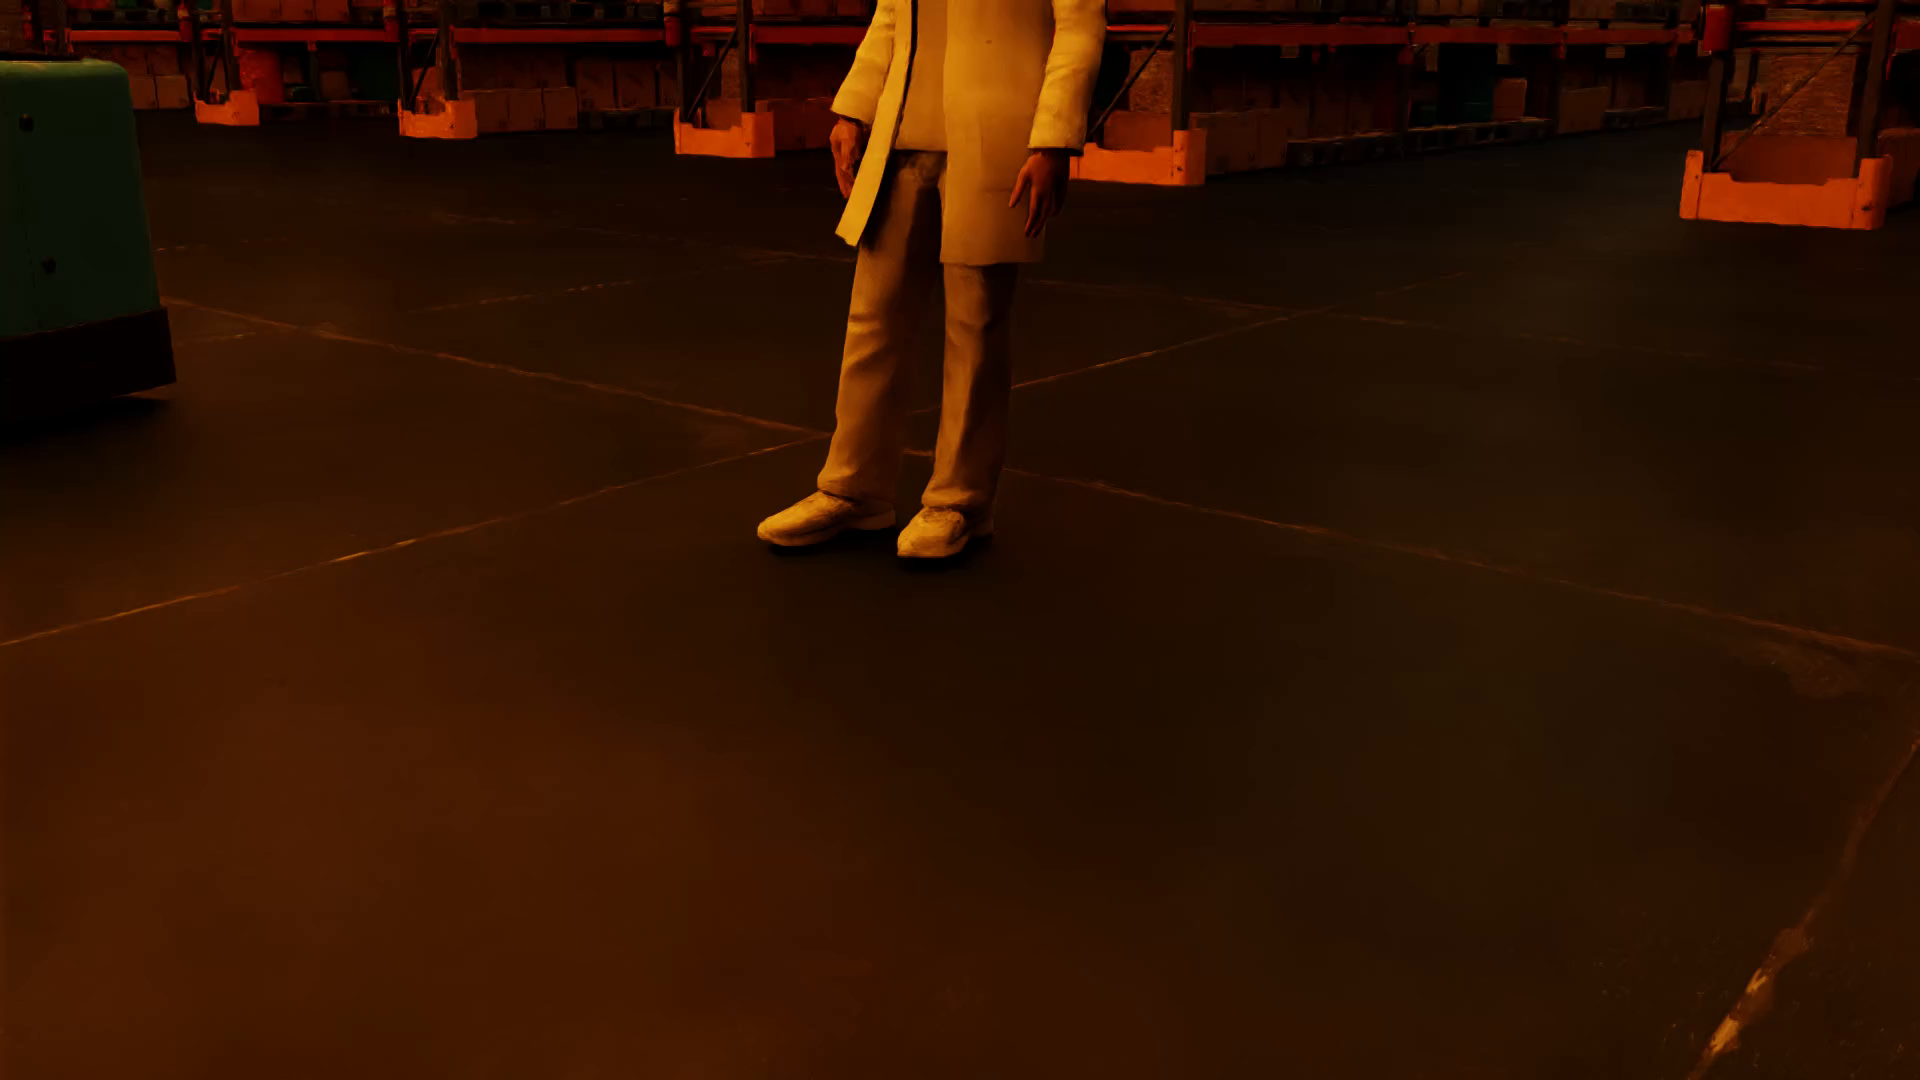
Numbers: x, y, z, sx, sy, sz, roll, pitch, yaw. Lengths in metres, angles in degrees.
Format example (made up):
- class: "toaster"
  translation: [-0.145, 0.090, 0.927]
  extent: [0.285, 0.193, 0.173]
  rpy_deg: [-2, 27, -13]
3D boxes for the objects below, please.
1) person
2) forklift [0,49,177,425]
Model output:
- class: "person"
  translation: [-0.061, -0.838, 3.617]
  extent: [0.694, 1.776, 0.579]
  rpy_deg: [13, 21, 37]
- class: "forklift"
  translation: [-4.112, -1.871, 5.058]
  extent: [3.031, 2.935, 1.130]
  rpy_deg: [6, 18, 19]
